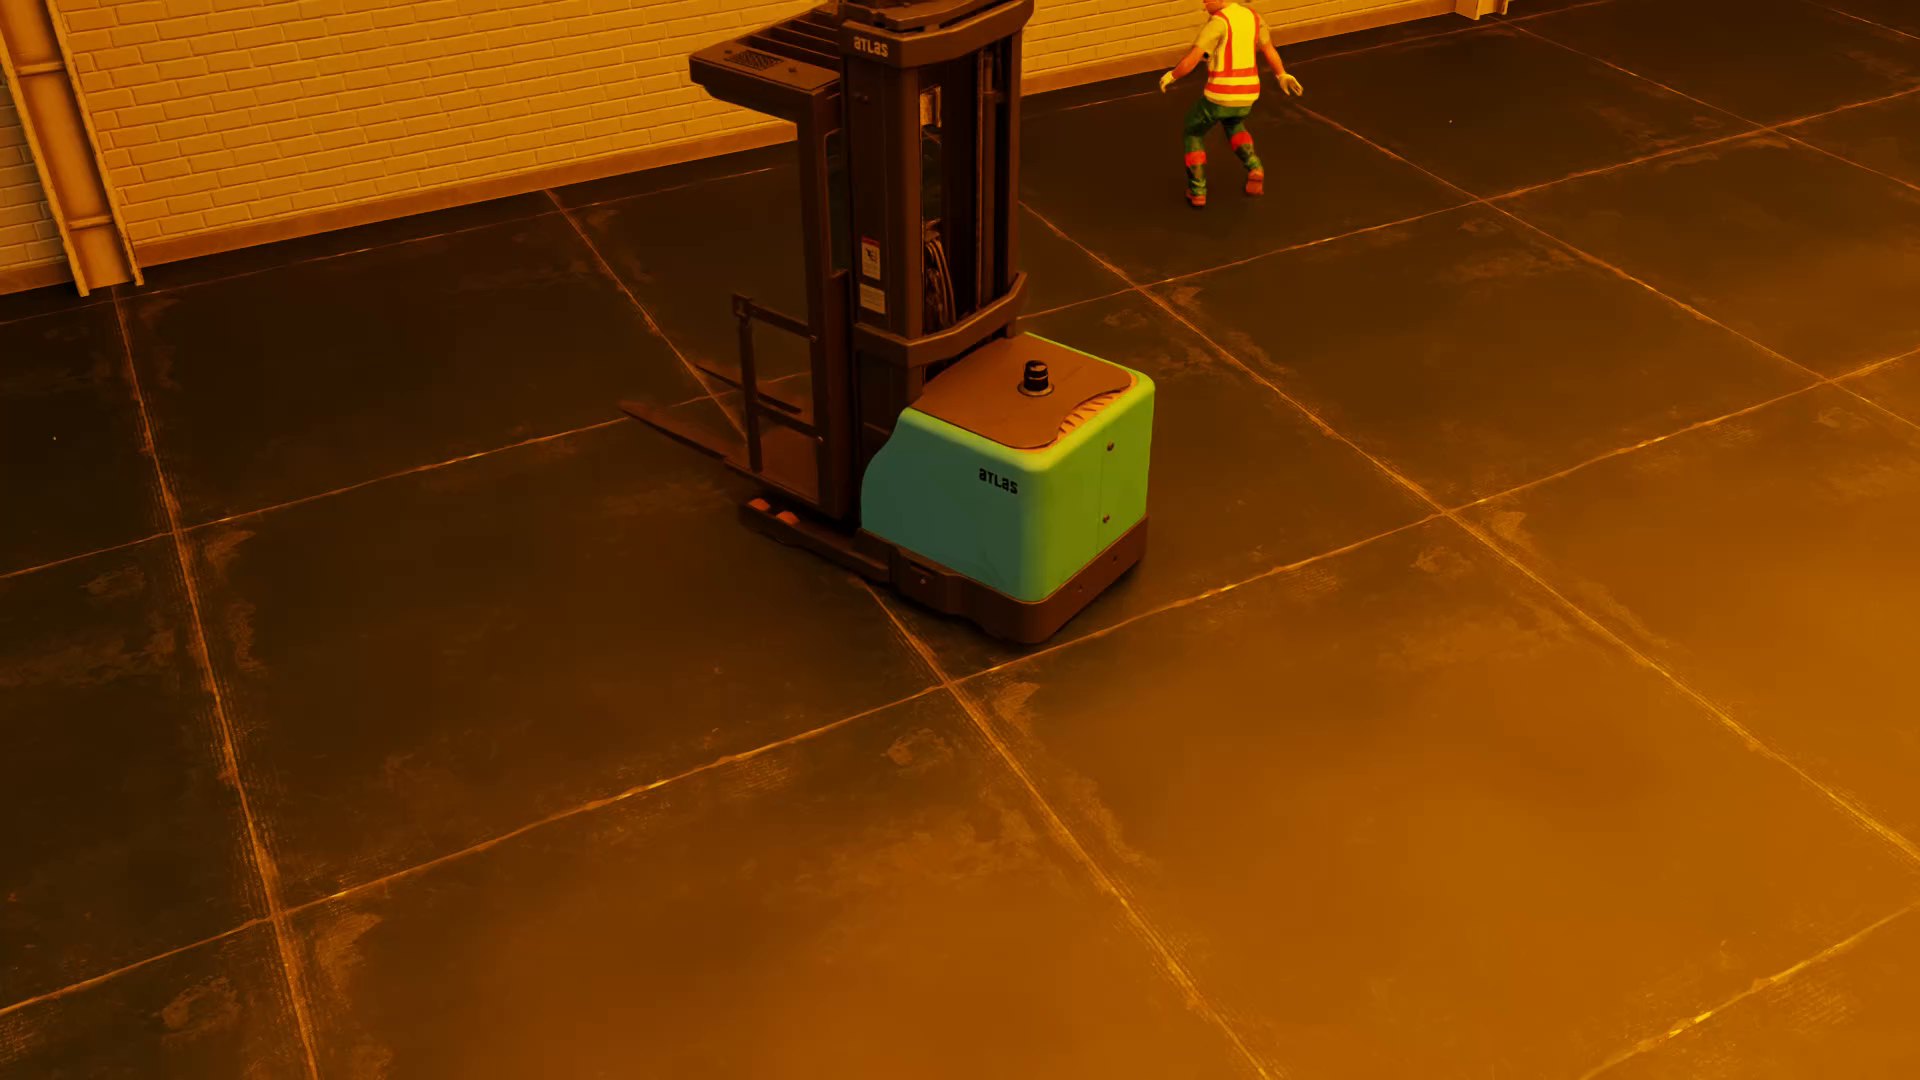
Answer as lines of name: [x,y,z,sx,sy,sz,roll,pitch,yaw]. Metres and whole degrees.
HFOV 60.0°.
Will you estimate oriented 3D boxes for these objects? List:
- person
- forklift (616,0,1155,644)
person: [1.934,-3.200,11.856,1.020,1.644,0.501,-17,39,-23]
forklift: [-0.533,-1.396,8.097,3.031,2.935,1.130,24,42,30]
